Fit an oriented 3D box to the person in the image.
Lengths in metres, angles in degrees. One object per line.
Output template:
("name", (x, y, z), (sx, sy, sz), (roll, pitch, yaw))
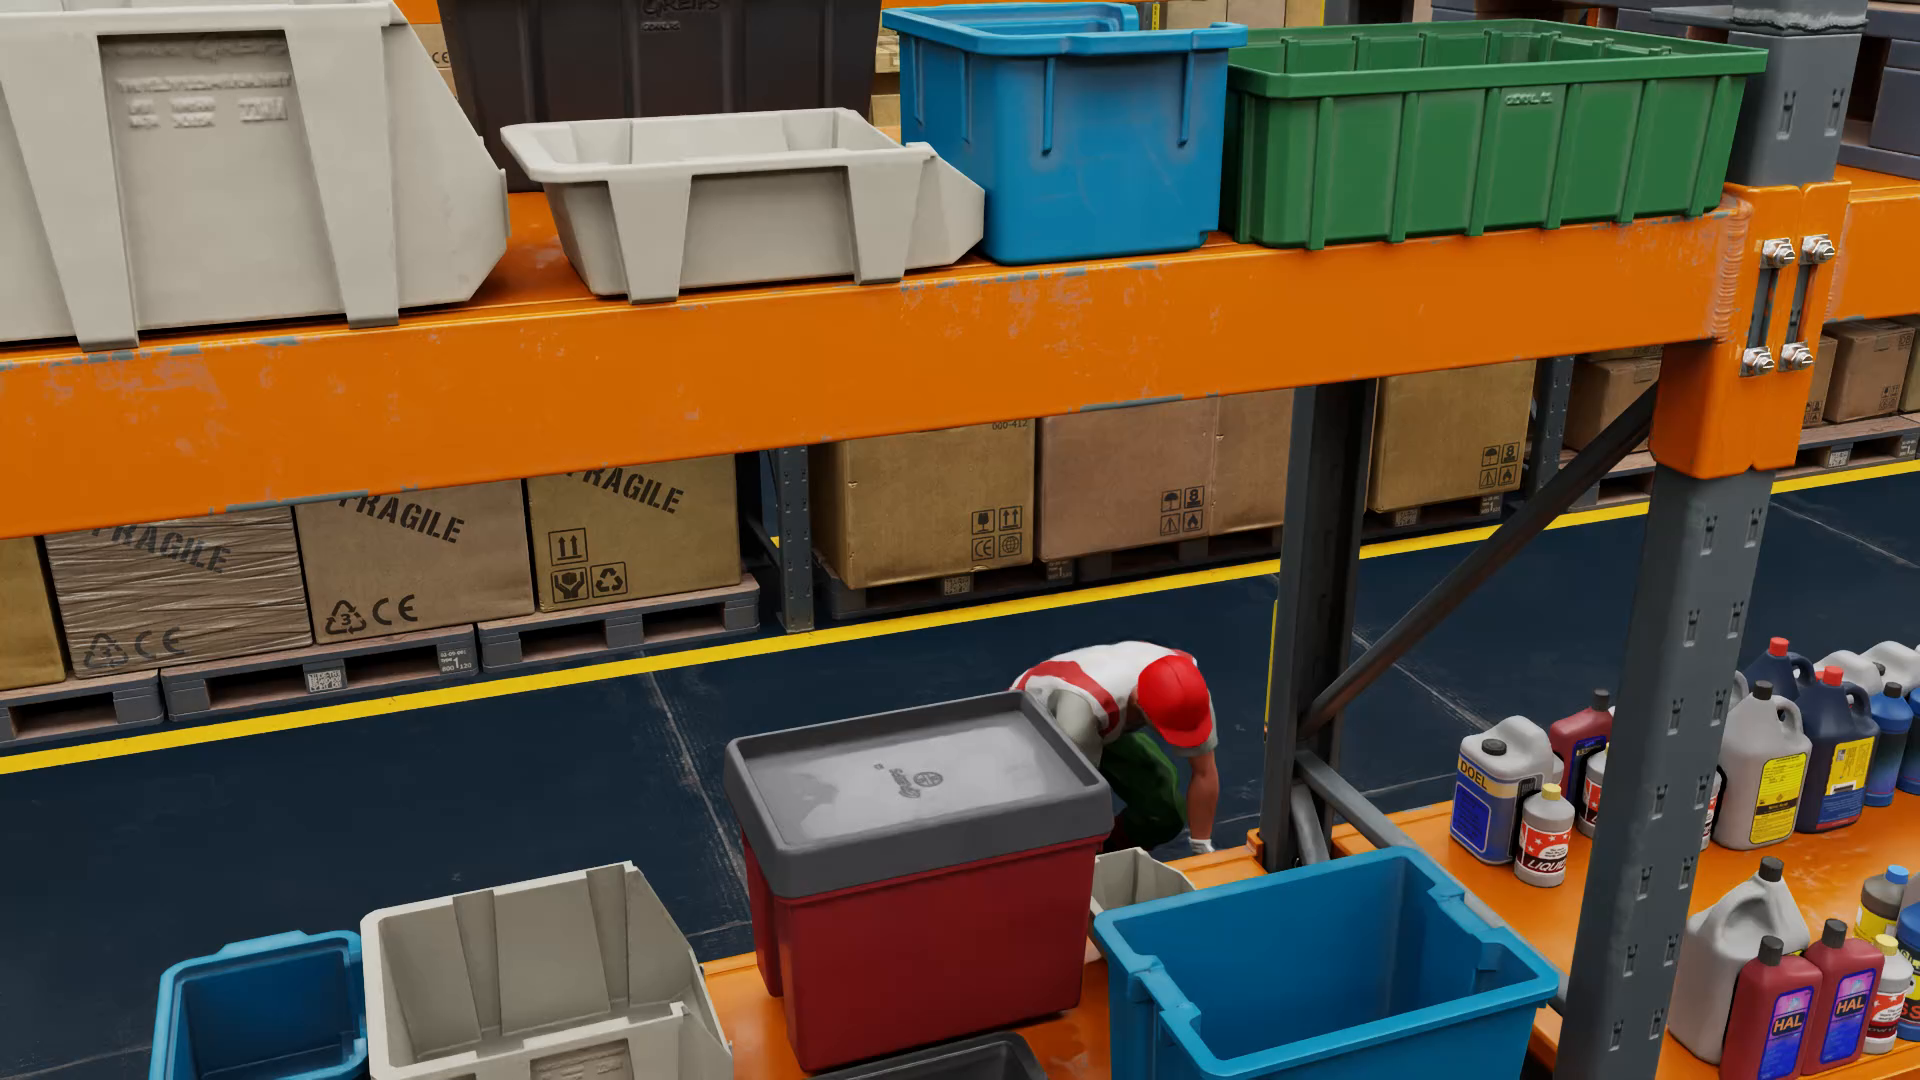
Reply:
("person", (0.483, 0.722, 5.260), (0.579, 1.065, 0.870), (-8, 24, -19))
